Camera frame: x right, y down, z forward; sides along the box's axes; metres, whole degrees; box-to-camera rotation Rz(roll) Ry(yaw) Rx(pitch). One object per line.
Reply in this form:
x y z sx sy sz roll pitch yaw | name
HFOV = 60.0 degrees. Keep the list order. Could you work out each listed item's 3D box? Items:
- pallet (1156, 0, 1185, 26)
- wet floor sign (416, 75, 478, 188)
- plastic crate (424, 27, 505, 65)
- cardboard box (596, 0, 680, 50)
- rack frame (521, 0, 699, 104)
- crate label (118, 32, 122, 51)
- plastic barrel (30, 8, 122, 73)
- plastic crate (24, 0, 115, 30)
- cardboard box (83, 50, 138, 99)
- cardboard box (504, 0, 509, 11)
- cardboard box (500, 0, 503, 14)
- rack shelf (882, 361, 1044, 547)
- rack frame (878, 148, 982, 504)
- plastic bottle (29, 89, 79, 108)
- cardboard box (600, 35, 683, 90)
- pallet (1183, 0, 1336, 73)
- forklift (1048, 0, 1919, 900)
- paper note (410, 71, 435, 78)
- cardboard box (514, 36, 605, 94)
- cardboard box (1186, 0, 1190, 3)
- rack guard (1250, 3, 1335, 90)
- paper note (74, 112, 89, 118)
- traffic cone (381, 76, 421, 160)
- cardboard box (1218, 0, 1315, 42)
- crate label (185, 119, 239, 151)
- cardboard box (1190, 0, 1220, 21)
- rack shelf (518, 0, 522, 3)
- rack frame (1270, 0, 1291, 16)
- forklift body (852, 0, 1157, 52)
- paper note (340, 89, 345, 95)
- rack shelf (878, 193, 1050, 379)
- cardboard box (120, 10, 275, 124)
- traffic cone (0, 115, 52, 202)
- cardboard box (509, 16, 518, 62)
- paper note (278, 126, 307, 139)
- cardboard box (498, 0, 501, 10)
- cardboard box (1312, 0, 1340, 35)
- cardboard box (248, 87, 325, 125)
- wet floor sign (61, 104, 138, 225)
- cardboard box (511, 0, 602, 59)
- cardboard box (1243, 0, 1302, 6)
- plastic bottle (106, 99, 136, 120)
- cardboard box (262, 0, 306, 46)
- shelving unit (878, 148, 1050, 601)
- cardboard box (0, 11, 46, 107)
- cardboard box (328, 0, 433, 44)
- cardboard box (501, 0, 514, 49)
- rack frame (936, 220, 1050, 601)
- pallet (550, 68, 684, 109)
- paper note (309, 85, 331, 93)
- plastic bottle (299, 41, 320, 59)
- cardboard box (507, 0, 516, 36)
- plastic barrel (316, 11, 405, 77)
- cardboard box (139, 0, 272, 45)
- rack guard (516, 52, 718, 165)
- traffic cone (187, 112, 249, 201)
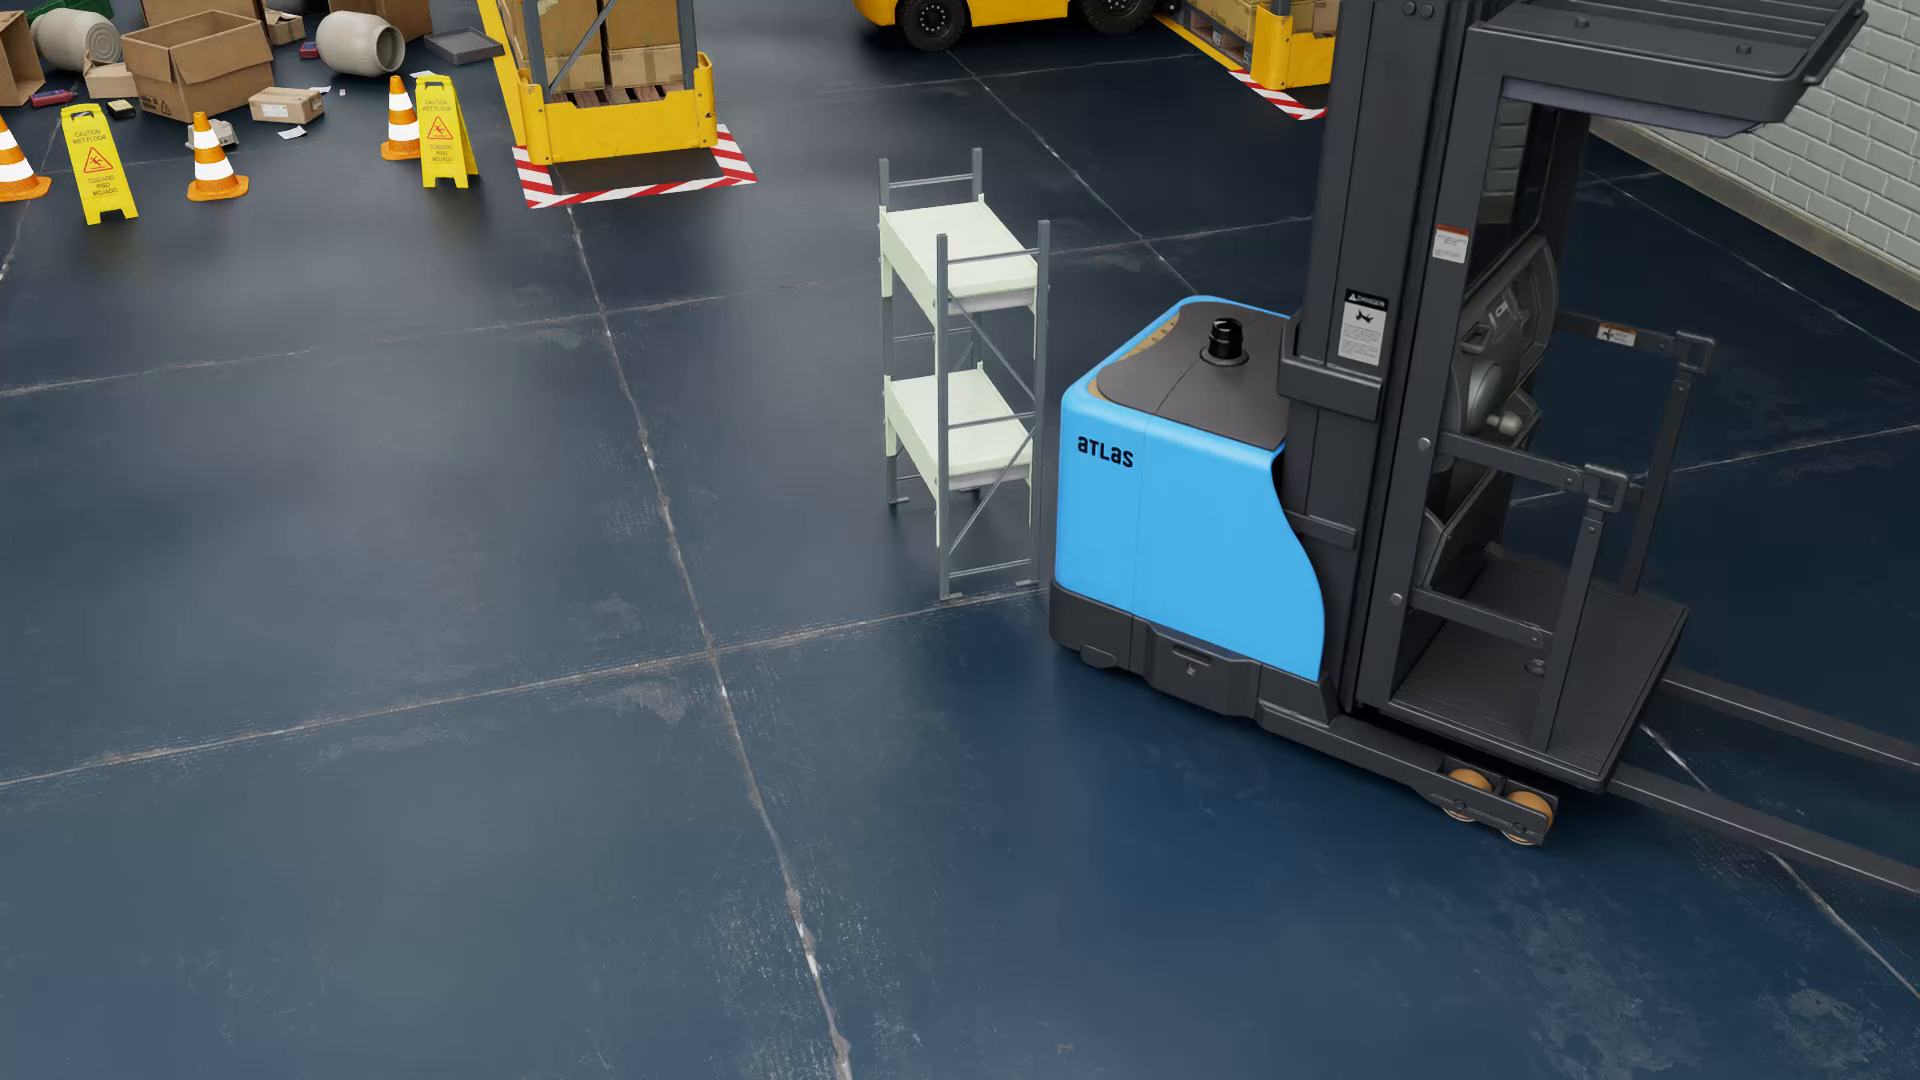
1.978 -4.407 13.228 1.003 0.211 1.213 -10 35 -15 | pallet
-3.068 -2.438 9.854 0.267 0.644 0.232 1 33 2 | wet floor sign
-3.629 -3.620 12.155 0.402 0.080 0.583 -23 40 -31 | plastic crate
-2.097 -3.523 10.794 0.500 0.500 0.500 -11 35 -16 | cardboard box
-2.107 -3.700 9.628 1.000 3.000 0.127 -10 35 -15 | rack frame
-6.280 -3.639 12.132 0.250 0.136 0.298 19 38 26 | crate label
-6.203 -3.502 11.666 0.512 0.421 0.421 13 36 18 | plastic barrel
-6.710 -3.894 12.421 0.450 0.188 0.662 -2 32 16 | plastic crate
-5.732 -3.181 11.323 0.396 0.266 0.258 -4 34 -6 | cardboard box
-2.909 -3.957 11.451 0.500 0.500 0.500 -11 35 -16 | cardboard box
-3.066 -3.916 12.069 0.500 0.250 0.500 -10 35 -15 | cardboard box
0.002 -0.350 6.511 0.431 0.370 0.720 -10 35 -15 | rack shelf
-0.110 -0.814 6.622 0.400 1.500 0.023 -10 35 -15 | rack frame
-6.106 -2.983 11.208 0.283 0.061 0.133 -23 40 -31 | plastic bottle
-2.089 -3.198 10.982 0.500 0.250 0.500 -10 35 -15 | cardboard box
2.346 -3.768 12.260 1.003 0.211 1.213 -10 35 -15 | pallet
1.835 -0.591 4.985 3.031 2.935 1.130 20 38 28 | forklift
-3.770 -3.274 11.676 0.142 0.019 0.148 -23 40 -31 | paper note
-2.617 -3.120 10.864 0.500 0.250 0.500 -10 35 -15 | cardboard box
1.888 -4.285 12.627 0.500 0.250 0.500 -10 35 -14 | cardboard box
2.627 -3.481 11.565 1.175 0.500 0.348 -10 35 -15 | rack guard
-5.809 -2.806 10.988 0.032 0.001 0.123 7 34 10 | paper note
-3.466 -2.650 10.341 0.336 0.463 0.334 -10 35 -15 | traffic cone
2.175 -3.758 11.830 0.500 0.250 0.500 -10 35 -14 | cardboard box
-4.719 -2.552 10.487 0.298 0.136 0.250 27 42 34 | crate label
2.032 -4.021 12.227 0.500 0.250 0.500 -10 35 -15 | cardboard box
-2.717 -4.450 11.416 1.077 0.370 4.000 -10 35 -15 | rack shelf
2.619 -4.537 10.895 1.000 3.000 0.127 -10 35 -15 | rack frame
0.303 -4.871 12.171 2.313 2.155 1.214 -10 35 -15 | forklift body
-4.225 -3.063 11.376 0.032 0.001 0.123 -10 35 -15 | paper note
0.002 -0.948 6.116 0.431 0.370 0.720 -10 35 -15 | rack shelf
-5.054 -3.155 11.068 0.637 0.503 0.797 19 38 26 | cardboard box
-5.600 -2.274 9.771 0.336 0.463 0.334 -10 35 -15 | traffic cone
-2.760 -3.380 11.258 0.500 0.250 0.500 -10 35 -15 | cardboard box
-4.291 -2.623 10.691 0.148 0.019 0.142 -23 40 -31 | paper note
-3.230 -4.195 12.490 0.500 0.250 0.500 -8 34 -12 | cardboard box
2.656 -3.855 11.977 0.500 0.250 0.500 -10 35 -15 | cardboard box
-4.430 -2.859 10.941 0.380 0.149 0.250 7 34 10 | cardboard box
-4.896 -2.150 9.418 0.267 0.644 0.232 -16 37 -23 | wet floor sign
-2.599 -3.418 10.634 0.500 0.500 0.500 -10 35 -14 | cardboard box
2.173 -3.976 11.706 0.500 0.250 0.500 -10 35 -15 | cardboard box
-5.577 -2.865 11.030 0.133 0.061 0.283 -23 40 -31 | plastic bottle
-5.122 -3.871 12.367 0.396 0.266 0.258 19 38 26 | cardboard box
0.002 -0.622 6.331 0.431 1.500 0.755 -10 35 -15 | shelving unit
-6.559 -3.230 11.183 0.500 0.500 0.500 -4 34 -6 | cardboard box
-4.296 -3.967 12.297 0.500 0.500 0.500 13 36 18 | cardboard box
-2.925 -3.654 11.672 0.500 0.250 0.500 -11 35 -16 | cardboard box
0.114 -0.430 6.040 0.400 1.500 0.023 -10 35 -15 | rack frame
-2.344 -3.009 11.112 1.003 0.211 1.213 -10 35 -15 | pallet
-4.407 -3.089 11.408 0.148 0.019 0.142 1 33 2 | paper note
-4.719 -3.581 12.114 0.133 0.061 0.283 -4 34 -6 | plastic bottle
-2.762 -3.691 11.048 0.500 0.500 0.500 -9 34 -13 | cardboard box
-4.179 -3.455 11.595 0.512 0.421 0.421 13 36 18 | plastic barrel
-5.347 -3.701 11.771 0.797 0.637 0.503 -10 35 -15 | cardboard box
-2.130 -2.697 10.378 1.175 0.500 0.348 -10 35 -15 | rack guard
-4.420 -2.285 9.789 0.336 0.463 0.334 -10 35 -15 | traffic cone
